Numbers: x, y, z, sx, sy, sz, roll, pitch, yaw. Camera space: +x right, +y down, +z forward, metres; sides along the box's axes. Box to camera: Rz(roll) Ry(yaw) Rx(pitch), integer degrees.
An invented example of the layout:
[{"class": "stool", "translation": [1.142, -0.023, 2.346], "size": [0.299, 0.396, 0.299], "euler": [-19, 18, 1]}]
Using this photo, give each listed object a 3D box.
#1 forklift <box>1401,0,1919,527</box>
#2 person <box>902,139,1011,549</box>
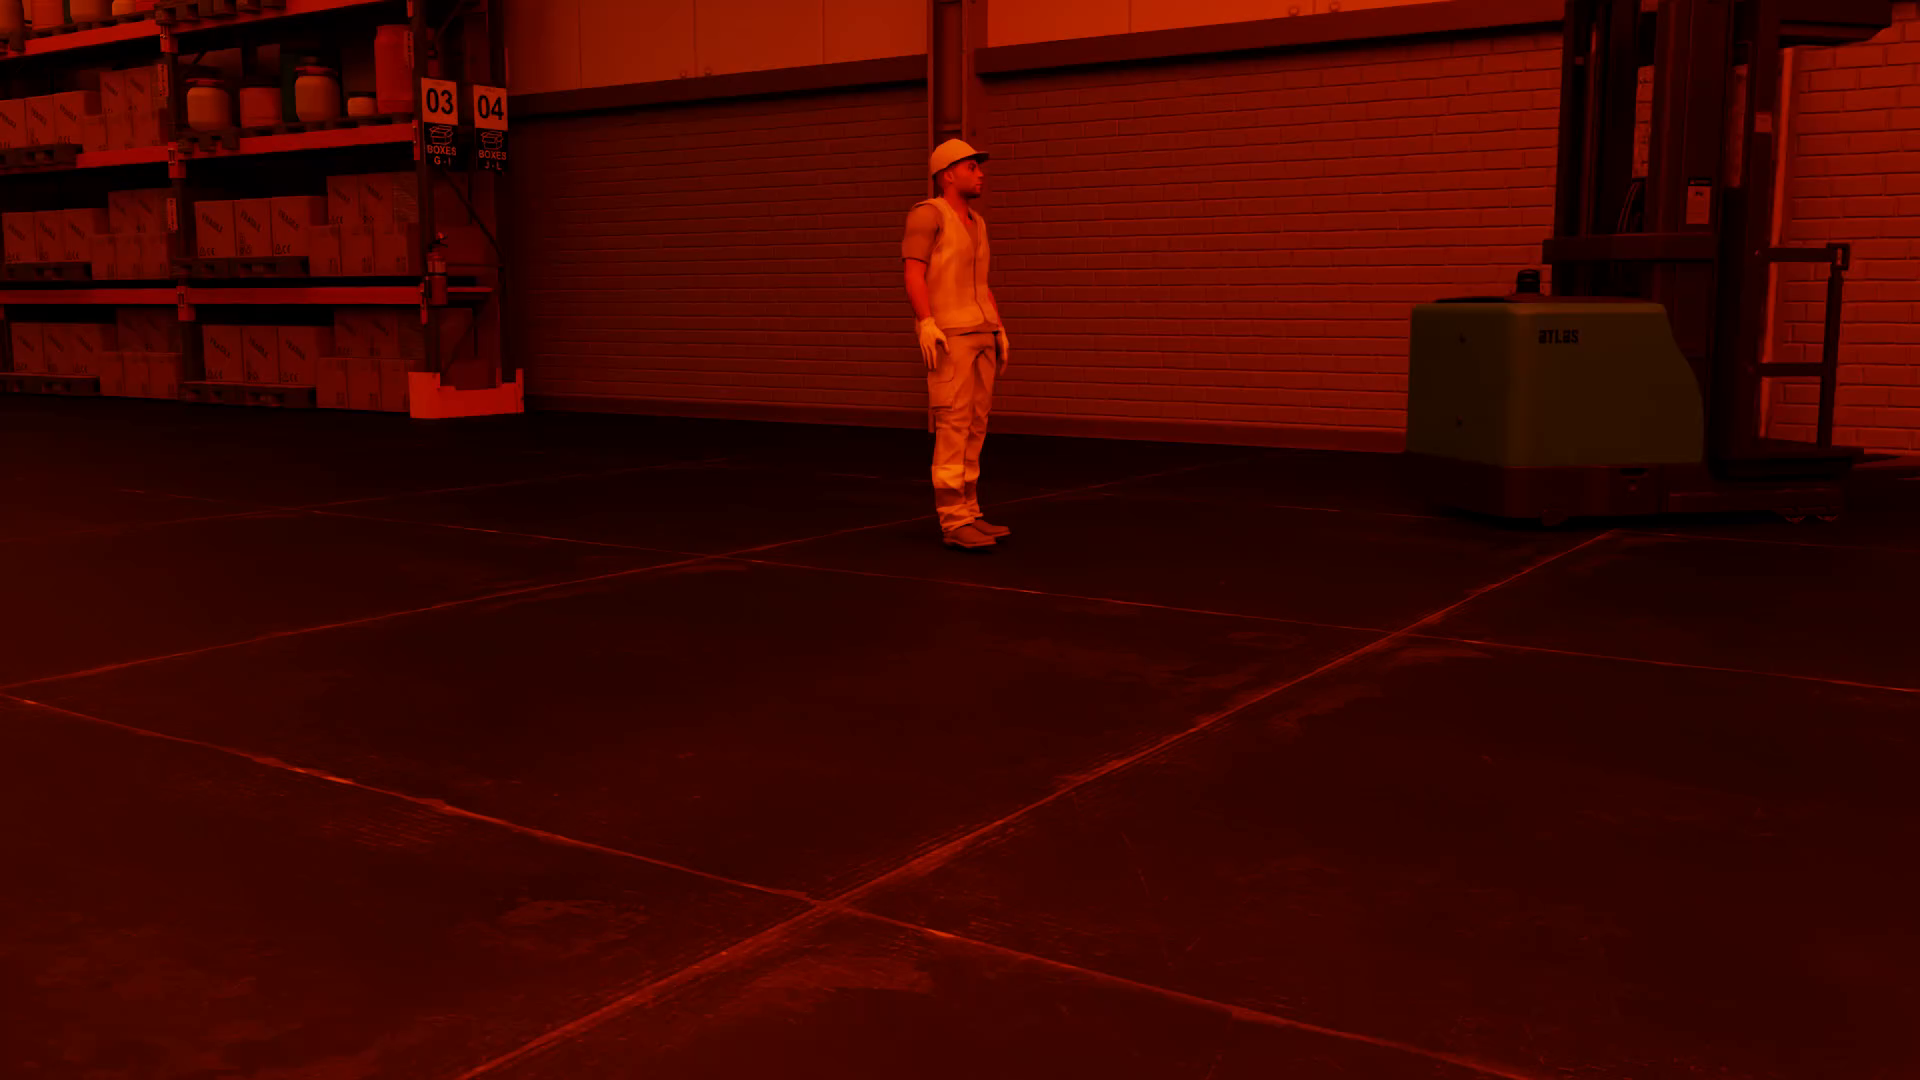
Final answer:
[{"class": "forklift", "translation": [3.888, -1.605, 8.477], "size": [3.031, 2.935, 1.130], "euler": [-2, 8, -15]}, {"class": "person", "translation": [0.060, -0.885, 7.422], "size": [0.562, 1.790, 0.637], "euler": [5, 10, 34]}]
